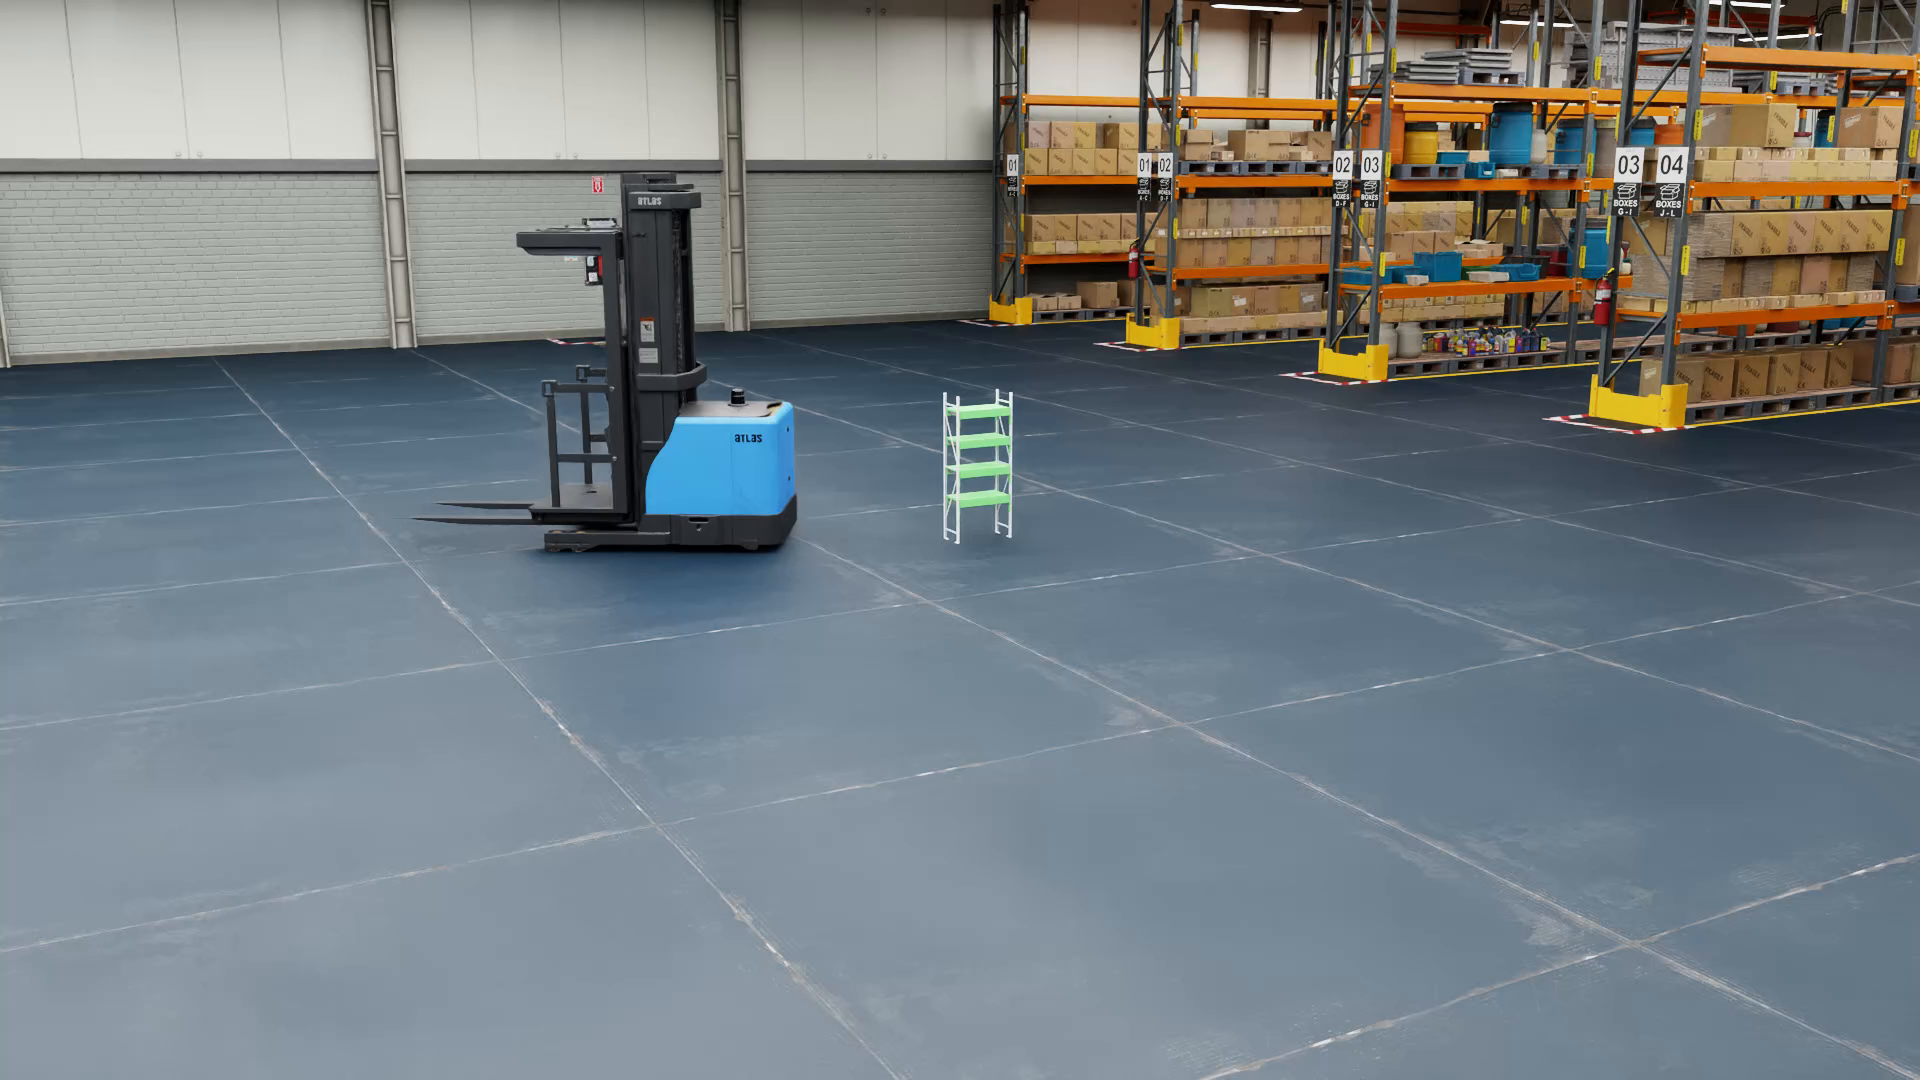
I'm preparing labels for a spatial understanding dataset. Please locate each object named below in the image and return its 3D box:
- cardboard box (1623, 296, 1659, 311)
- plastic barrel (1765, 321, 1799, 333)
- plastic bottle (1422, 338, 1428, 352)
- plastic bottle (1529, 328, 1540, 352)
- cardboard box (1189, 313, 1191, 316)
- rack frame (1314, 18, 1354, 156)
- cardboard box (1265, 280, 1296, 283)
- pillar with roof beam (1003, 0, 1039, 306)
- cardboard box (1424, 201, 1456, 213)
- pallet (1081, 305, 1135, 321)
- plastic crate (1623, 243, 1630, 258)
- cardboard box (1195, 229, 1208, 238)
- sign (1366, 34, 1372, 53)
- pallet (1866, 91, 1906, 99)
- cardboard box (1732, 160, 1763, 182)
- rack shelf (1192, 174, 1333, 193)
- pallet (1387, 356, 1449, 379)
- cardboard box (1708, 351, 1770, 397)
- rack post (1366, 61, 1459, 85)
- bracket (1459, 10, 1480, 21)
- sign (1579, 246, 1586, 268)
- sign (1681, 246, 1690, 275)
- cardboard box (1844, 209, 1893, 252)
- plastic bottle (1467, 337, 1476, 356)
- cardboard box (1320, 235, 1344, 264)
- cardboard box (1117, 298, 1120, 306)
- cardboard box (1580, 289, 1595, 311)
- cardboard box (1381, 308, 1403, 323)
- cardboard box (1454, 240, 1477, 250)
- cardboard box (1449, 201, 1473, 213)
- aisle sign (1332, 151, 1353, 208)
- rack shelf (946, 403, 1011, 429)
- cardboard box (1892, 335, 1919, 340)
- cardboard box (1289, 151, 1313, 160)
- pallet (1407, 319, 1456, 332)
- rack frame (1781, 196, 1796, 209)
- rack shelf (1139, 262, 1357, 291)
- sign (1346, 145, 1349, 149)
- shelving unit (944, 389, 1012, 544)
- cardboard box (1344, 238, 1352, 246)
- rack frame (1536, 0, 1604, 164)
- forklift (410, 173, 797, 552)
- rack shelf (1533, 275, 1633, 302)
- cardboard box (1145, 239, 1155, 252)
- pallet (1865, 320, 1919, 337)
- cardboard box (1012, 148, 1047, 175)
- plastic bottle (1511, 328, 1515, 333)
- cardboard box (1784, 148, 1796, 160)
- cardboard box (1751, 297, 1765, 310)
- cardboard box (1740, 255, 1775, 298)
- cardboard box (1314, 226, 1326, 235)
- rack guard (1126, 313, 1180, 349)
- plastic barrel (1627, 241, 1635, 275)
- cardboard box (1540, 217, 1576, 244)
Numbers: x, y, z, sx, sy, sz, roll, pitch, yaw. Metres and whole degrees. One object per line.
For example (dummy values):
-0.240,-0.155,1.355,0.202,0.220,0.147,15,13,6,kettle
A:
8.197,-2.834,19.943,0.250,0.149,0.380,-7,14,-28,cardboard box
14.106,-3.885,28.576,0.708,0.588,0.600,-7,14,-28,plastic barrel
7.074,-2.969,25.340,0.097,0.201,0.097,0,13,0,plastic bottle
8.756,-3.061,25.411,0.185,0.351,0.144,-7,15,-29,plastic bottle
4.064,-3.828,29.094,0.500,0.250,0.500,-7,14,-28,cardboard box
7.947,-9.519,35.411,0.127,3.000,1.000,-7,14,-28,rack frame
5.821,-4.404,29.944,0.500,0.500,0.500,-7,14,-28,cardboard box
3.188,-8.088,29.053,0.548,9.000,9.100,-7,14,-28,pillar with roof beam
10.717,-7.432,37.143,0.500,0.250,0.500,-6,14,-27,cardboard box
2.791,-4.604,33.588,1.213,0.211,1.003,-7,14,-28,pallet
11.129,-4.603,27.086,0.583,0.464,0.402,-7,14,-28,plastic crate
3.980,-5.190,28.133,0.250,0.149,0.380,-7,15,-29,cardboard box
7.057,-8.567,28.695,0.005,0.325,0.100,-7,14,-28,sign
15.493,-7.650,28.449,1.213,0.211,1.003,-7,14,-28,pallet
9.042,-4.334,19.543,0.500,0.250,0.500,-7,15,-29,cardboard box
6.192,-7.494,34.885,4.000,0.370,1.077,-7,14,-28,rack shelf
6.432,-2.583,24.604,1.213,0.211,1.003,-7,14,-28,pallet
9.668,-2.067,20.697,0.500,0.500,0.500,-5,14,-23,cardboard box
6.397,-6.579,23.487,0.954,0.300,0.937,-5,14,-22,rack post
11.464,-11.824,37.456,0.430,0.232,0.235,-7,14,-28,bracket
9.437,-4.290,25.210,0.005,0.325,0.100,-7,14,-28,sign
8.305,-3.205,19.046,0.005,0.325,0.100,-7,14,-28,sign
11.293,-3.889,20.876,0.500,0.500,0.500,-7,14,-28,cardboard box
7.620,-2.882,24.768,0.133,0.283,0.061,-7,14,-27,plastic bottle
6.426,-5.218,29.736,0.500,0.500,0.700,-7,15,-29,cardboard box
3.023,-4.831,33.734,0.250,0.149,0.380,-8,15,-32,cardboard box
12.215,-4.790,32.752,0.500,0.500,0.500,-7,15,-30,cardboard box
7.735,-4.129,30.430,0.500,0.250,0.500,-6,14,-26,cardboard box
9.446,-5.538,31.587,0.500,0.311,0.500,-7,14,-29,cardboard box
11.171,-7.484,37.374,0.500,0.250,0.500,-6,14,-26,cardboard box
5.467,-5.159,23.782,0.004,0.787,0.394,-7,14,-28,aisle sign
0.145,-1.009,13.463,0.480,0.148,0.258,-7,14,-28,rack shelf
13.024,-2.469,22.439,0.500,0.500,0.700,-8,15,-33,cardboard box
5.885,-6.652,28.799,0.250,0.149,0.380,-7,14,-28,cardboard box
8.513,-4.071,31.218,1.213,0.211,1.003,-7,14,-28,pallet
17.346,-6.480,35.569,0.127,3.000,1.000,-7,14,-28,rack frame
5.057,-4.656,29.104,4.000,0.370,1.077,-7,14,-28,rack shelf
8.205,-8.203,35.218,0.005,0.325,0.100,-7,14,-28,sign
0.145,-0.603,13.555,0.503,1.200,0.258,-7,14,-28,shelving unit
8.347,-6.470,36.051,0.250,0.149,0.380,-7,14,-29,cardboard box
9.183,-7.189,25.058,0.127,3.000,1.000,-7,14,-28,rack frame
-2.904,-1.448,13.367,3.031,2.935,1.130,1,13,2,forklift
10.938,-4.122,26.730,4.000,0.370,1.077,-7,14,-28,rack shelf
3.724,-5.949,33.508,0.500,0.250,0.500,-7,14,-28,cardboard box
16.832,-3.828,30.139,1.213,0.211,1.003,-7,14,-28,pallet
1.338,-7.260,31.930,0.500,0.500,0.500,-6,14,-26,cardboard box
8.693,-3.197,26.194,0.097,0.271,0.097,0,13,0,plastic bottle
9.752,-4.622,19.915,0.250,0.149,0.380,-7,14,-28,cardboard box
9.504,-2.881,20.152,0.250,0.149,0.380,-7,14,-28,cardboard box
9.382,-3.253,20.329,0.500,0.500,0.875,-7,14,-28,cardboard box
6.230,-5.459,29.329,0.250,0.149,0.380,-7,15,-30,cardboard box
3.281,-3.574,28.353,0.348,0.500,1.175,-7,14,-28,rack guard
10.772,-4.464,26.304,0.433,0.535,0.433,0,13,0,plastic barrel
11.717,-6.039,32.428,0.500,0.500,0.700,-4,13,-17,cardboard box
